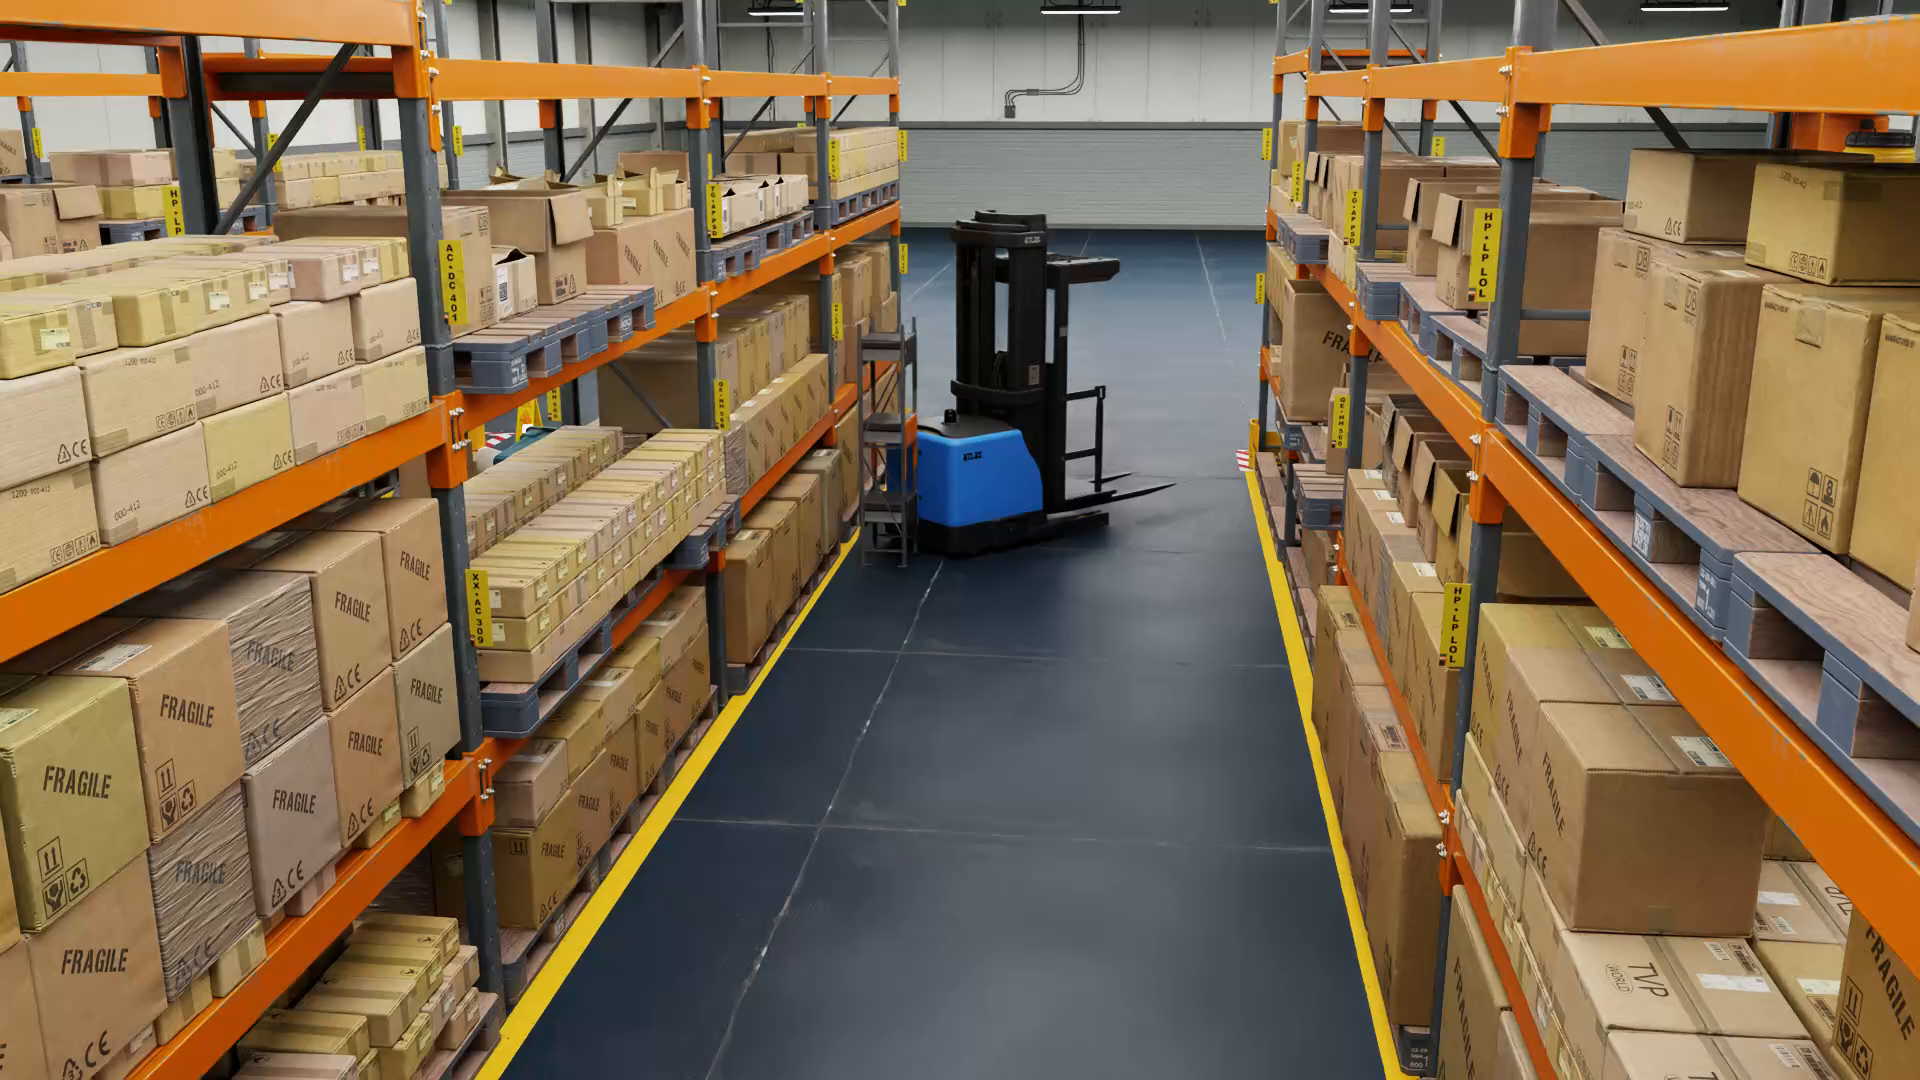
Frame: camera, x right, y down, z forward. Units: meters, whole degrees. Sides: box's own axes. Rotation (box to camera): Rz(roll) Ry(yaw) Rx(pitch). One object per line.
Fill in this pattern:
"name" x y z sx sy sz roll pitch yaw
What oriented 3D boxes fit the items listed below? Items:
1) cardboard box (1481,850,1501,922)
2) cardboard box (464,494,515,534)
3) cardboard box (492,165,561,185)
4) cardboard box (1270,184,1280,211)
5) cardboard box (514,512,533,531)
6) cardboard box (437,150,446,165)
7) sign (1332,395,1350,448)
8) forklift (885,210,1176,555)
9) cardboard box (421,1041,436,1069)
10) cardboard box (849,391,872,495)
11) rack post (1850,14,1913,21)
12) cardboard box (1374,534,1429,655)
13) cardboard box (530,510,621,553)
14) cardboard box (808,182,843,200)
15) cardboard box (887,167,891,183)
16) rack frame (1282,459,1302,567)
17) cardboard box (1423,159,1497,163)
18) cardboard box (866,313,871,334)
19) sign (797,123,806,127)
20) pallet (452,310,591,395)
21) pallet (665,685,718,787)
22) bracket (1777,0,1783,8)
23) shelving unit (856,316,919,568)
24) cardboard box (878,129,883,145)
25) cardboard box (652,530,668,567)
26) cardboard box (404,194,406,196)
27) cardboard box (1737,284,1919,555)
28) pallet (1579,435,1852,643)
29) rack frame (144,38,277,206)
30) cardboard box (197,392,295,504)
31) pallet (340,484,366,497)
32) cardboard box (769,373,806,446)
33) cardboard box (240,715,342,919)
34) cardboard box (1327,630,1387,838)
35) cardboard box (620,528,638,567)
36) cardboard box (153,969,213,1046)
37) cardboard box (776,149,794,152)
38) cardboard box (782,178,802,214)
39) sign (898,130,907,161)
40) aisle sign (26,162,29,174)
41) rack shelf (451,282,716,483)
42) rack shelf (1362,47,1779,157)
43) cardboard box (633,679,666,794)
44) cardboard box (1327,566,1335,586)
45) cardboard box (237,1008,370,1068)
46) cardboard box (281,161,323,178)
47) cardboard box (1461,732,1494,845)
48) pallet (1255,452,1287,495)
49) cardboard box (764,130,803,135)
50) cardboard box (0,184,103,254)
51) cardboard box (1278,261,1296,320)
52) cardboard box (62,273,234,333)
"cardboard box" 1.980 1.180 5.622 0.380 0.149 0.250 2 15 8
"cardboard box" -2.515 -0.134 8.536 0.380 0.149 0.250 1 15 4
"cardboard box" -2.440 -1.990 9.459 0.396 0.266 0.258 2 15 6
"cardboard box" 3.446 -3.516 17.046 0.500 0.250 0.500 2 15 8
"cardboard box" -2.487 -0.056 8.818 0.380 0.149 0.250 2 15 8
"cardboard box" -5.834 -4.164 18.112 0.380 0.149 0.250 2 15 7
"sign" 2.314 -0.717 10.088 0.100 0.325 0.005 2 15 6
"forklift" 0.769 -1.574 15.455 3.031 2.935 1.130 -12 19 -38
"cardboard box" -2.332 2.033 6.643 0.380 0.149 0.250 2 15 8
"cardboard box" -1.373 -0.964 16.335 0.875 0.875 0.875 2 15 7
"rack post" 8.491 -4.468 14.677 0.937 0.300 0.954 1 15 5
"cardboard box" 2.361 0.284 8.263 0.500 0.500 0.500 2 15 6
"cardboard box" -1.897 -0.045 8.205 0.380 0.149 0.250 2 15 6
"cardboard box" -1.232 -3.054 14.538 0.380 0.149 0.250 1 15 5
"cardboard box" -0.918 -3.779 17.218 0.380 0.149 0.250 2 15 7
"rack frame" 3.306 -1.220 14.015 1.000 3.000 0.127 2 15 6
"cardboard box" 3.224 -2.166 10.617 0.500 0.500 0.500 2 15 7
"cardboard box" -1.385 -2.120 17.055 0.875 0.550 0.550 2 15 6
"sign" -1.711 -4.356 18.039 0.100 0.325 0.005 2 15 6
"pallet" -2.338 -0.832 7.192 1.213 0.211 1.003 2 15 6
"pallet" -2.152 1.194 10.430 1.003 0.211 1.213 2 15 6
"bracket" 22.649 -14.760 45.699 0.235 0.232 0.430 2 15 6
"shelving unit" -0.618 -0.847 14.361 0.431 2.100 0.503 3 15 10
"cardboard box" -0.976 -4.032 16.625 0.380 0.149 0.250 2 15 6
"cardboard box" -1.811 0.038 9.041 0.380 0.149 0.250 2 15 8
"cardboard box" -6.006 -3.578 17.471 0.380 0.149 0.250 2 15 7
"cardboard box" 2.151 -0.269 3.565 0.700 0.500 0.500 1 15 2
"pallet" 2.160 -0.023 4.011 1.003 0.211 1.213 2 15 6
"rack frame" -6.541 -4.408 14.311 1.000 3.000 0.127 2 15 6
"cardboard box" -2.426 -0.297 5.142 0.500 0.250 0.500 2 15 6
"pallet" -6.500 -0.341 16.107 1.003 0.211 1.213 2 15 6
"cardboard box" -1.518 -1.035 13.140 0.500 0.500 0.500 2 15 7
"cardboard box" -2.405 0.888 5.457 0.500 0.500 0.500 2 15 6
"cardboard box" 2.648 1.050 8.887 1.225 0.875 0.875 2 15 6
"cardboard box" -1.869 0.029 8.505 0.380 0.149 0.250 1 15 5
"cardboard box" -2.478 1.361 4.952 0.380 0.149 0.250 2 15 8
"cardboard box" -1.753 -3.429 15.159 0.500 0.250 0.500 2 15 6
"cardboard box" -1.532 -2.692 13.004 0.500 0.250 0.500 2 15 6
"sign" -0.622 -4.247 17.920 0.100 0.325 0.005 2 15 6
"aisle sign" -10.723 -3.958 19.160 0.394 0.787 0.004 2 15 6
"rack shelf" -2.288 -0.937 8.600 1.077 0.370 4.000 2 15 6
"rack shelf" 2.629 -2.019 7.623 1.077 0.370 4.000 2 15 6
"cardboard box" -1.983 1.100 9.421 0.500 0.500 0.500 1 15 4
"cardboard box" 2.960 0.493 11.625 0.700 0.500 0.500 0 15 2
"cardboard box" -2.413 1.866 6.120 0.380 0.149 0.250 2 15 8
"cardboard box" -6.142 -3.432 15.403 0.380 0.149 0.250 1 15 4
"cardboard box" 2.090 0.898 5.900 0.500 0.250 0.500 1 15 5
"pallet" 3.622 -0.682 17.367 1.003 0.211 1.213 2 15 6
"cardboard box" -1.716 -3.853 15.964 0.380 0.149 0.250 2 15 7
"cardboard box" -6.849 -2.369 12.319 0.797 0.503 0.637 2 15 6
"cardboard box" 3.196 -2.279 15.253 0.500 0.500 0.500 2 15 6
"cardboard box" -2.398 -0.701 4.916 0.380 0.149 0.250 2 15 6
